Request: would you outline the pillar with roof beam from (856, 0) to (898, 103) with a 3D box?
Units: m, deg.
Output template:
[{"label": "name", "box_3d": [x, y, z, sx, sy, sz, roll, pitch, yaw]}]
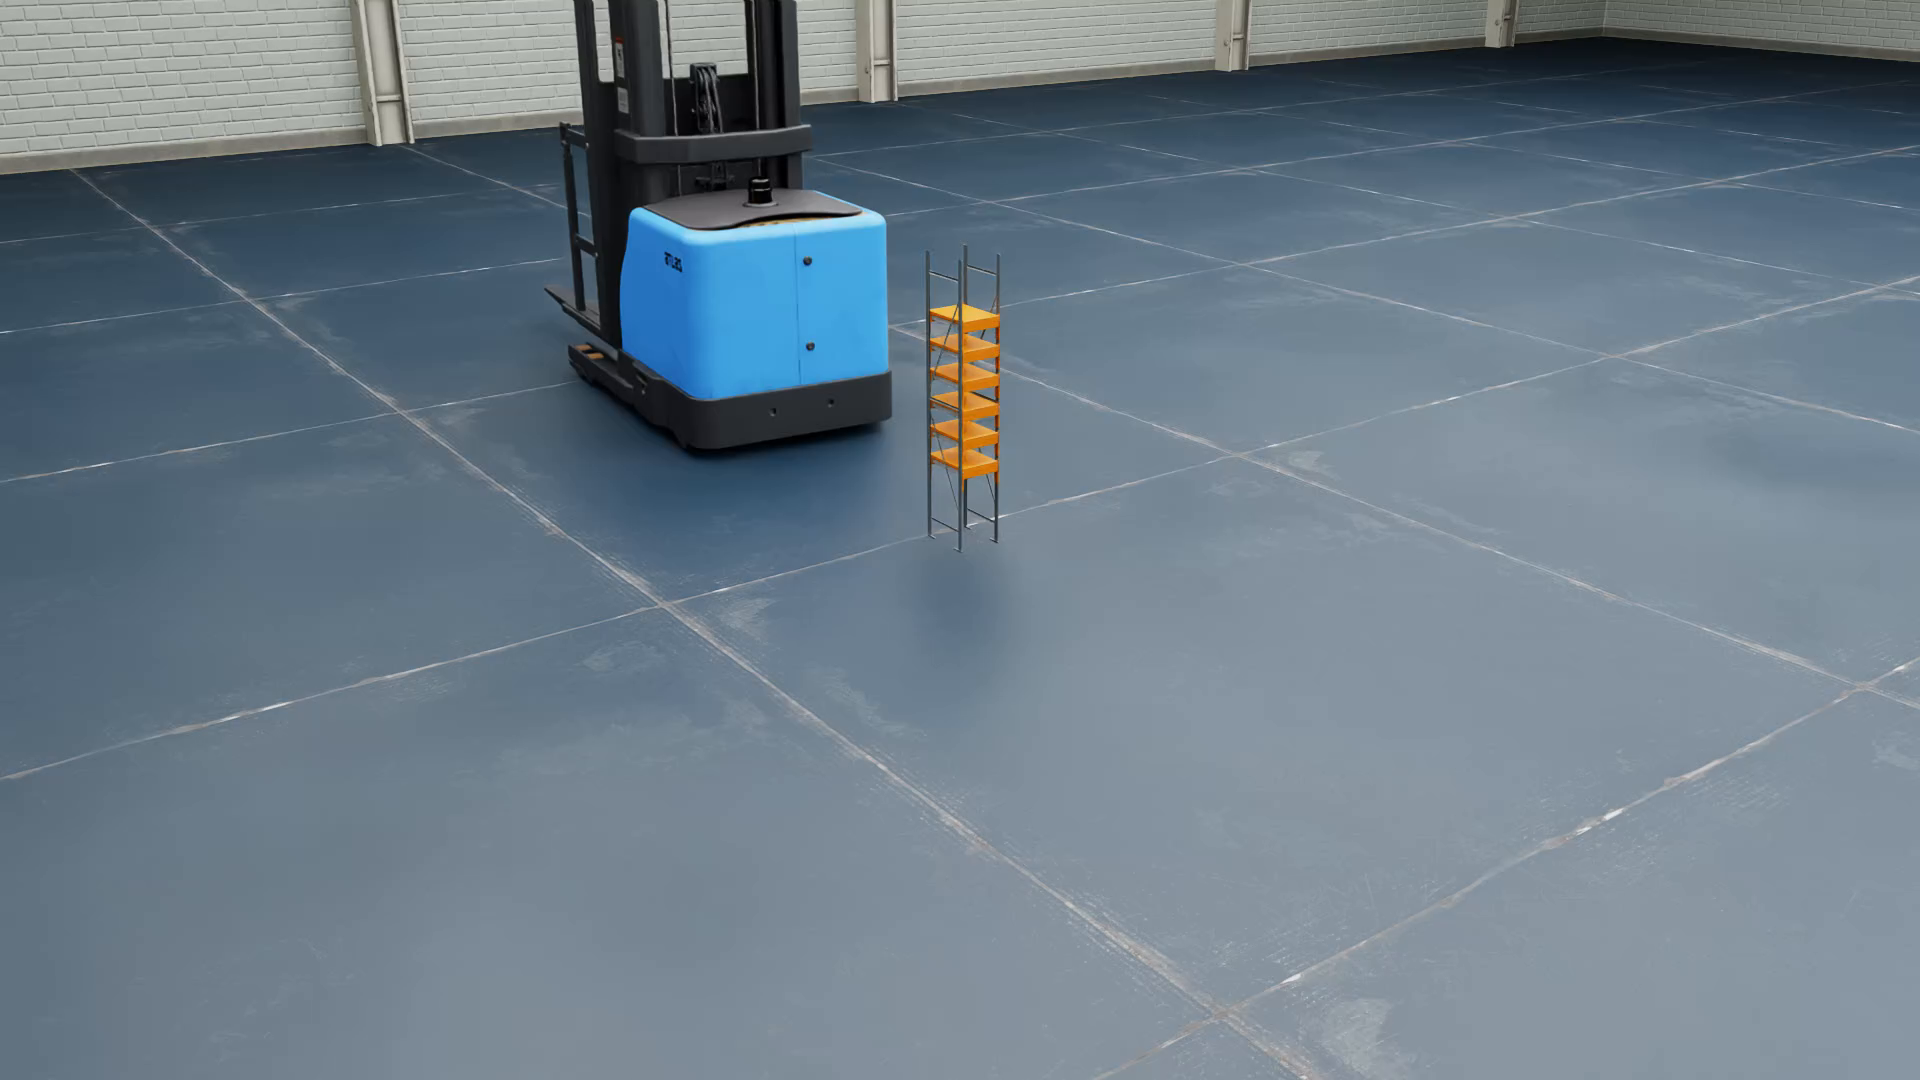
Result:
[{"label": "pillar with roof beam", "box_3d": [1.504, -8.291, 15.531, 0.400, 9.000, 9.100, -15, 26, -33]}]

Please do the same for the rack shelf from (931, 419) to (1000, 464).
[{"label": "rack shelf", "box_3d": [0.012, -0.408, 6.743, 0.180, 0.103, 0.258, -15, 26, -33]}]

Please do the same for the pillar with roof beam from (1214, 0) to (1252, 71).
[{"label": "pillar with roof beam", "box_3d": [6.374, -9.589, 18.785, 0.400, 9.000, 9.100, -15, 26, -33]}]

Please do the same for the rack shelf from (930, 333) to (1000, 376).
[{"label": "rack shelf", "box_3d": [0.012, -0.742, 6.609, 0.180, 0.103, 0.258, -15, 26, -33]}]

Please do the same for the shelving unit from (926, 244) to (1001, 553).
[{"label": "shelving unit", "box_3d": [0.012, -0.560, 6.682, 0.189, 1.200, 0.258, -15, 26, -33]}]

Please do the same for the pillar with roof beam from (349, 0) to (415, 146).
[{"label": "pillar with roof beam", "box_3d": [-3.367, -6.992, 12.276, 0.400, 9.000, 9.100, -15, 26, -33]}]

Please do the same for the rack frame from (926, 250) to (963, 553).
[{"label": "rack frame", "box_3d": [-0.063, -0.541, 6.632, 0.006, 1.200, 0.240, -15, 26, -33]}]

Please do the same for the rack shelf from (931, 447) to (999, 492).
[{"label": "rack shelf", "box_3d": [0.012, -0.296, 6.787, 0.180, 0.103, 0.258, -15, 26, -33]}]

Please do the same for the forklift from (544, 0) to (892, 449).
[{"label": "forklift", "box_3d": [-1.505, -2.286, 8.671, 1.130, 2.935, 3.031, -12, 25, -28]}]

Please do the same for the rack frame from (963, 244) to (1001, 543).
[{"label": "rack frame", "box_3d": [0.086, -0.580, 6.731, 0.006, 1.200, 0.240, -15, 26, -33]}]

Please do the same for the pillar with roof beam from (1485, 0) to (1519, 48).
[{"label": "pillar with roof beam", "box_3d": [11.245, -10.888, 22.040, 0.400, 9.000, 9.100, -15, 26, -33]}]

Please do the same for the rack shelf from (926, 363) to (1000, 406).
[{"label": "rack shelf", "box_3d": [0.012, -0.631, 6.654, 0.180, 0.103, 0.258, -15, 26, -33]}]

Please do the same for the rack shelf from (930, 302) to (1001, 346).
[{"label": "rack shelf", "box_3d": [0.012, -0.853, 6.565, 0.180, 0.103, 0.258, -15, 26, -33]}]

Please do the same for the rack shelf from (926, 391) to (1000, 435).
[{"label": "rack shelf", "box_3d": [0.012, -0.519, 6.698, 0.180, 0.103, 0.258, -15, 26, -33]}]
